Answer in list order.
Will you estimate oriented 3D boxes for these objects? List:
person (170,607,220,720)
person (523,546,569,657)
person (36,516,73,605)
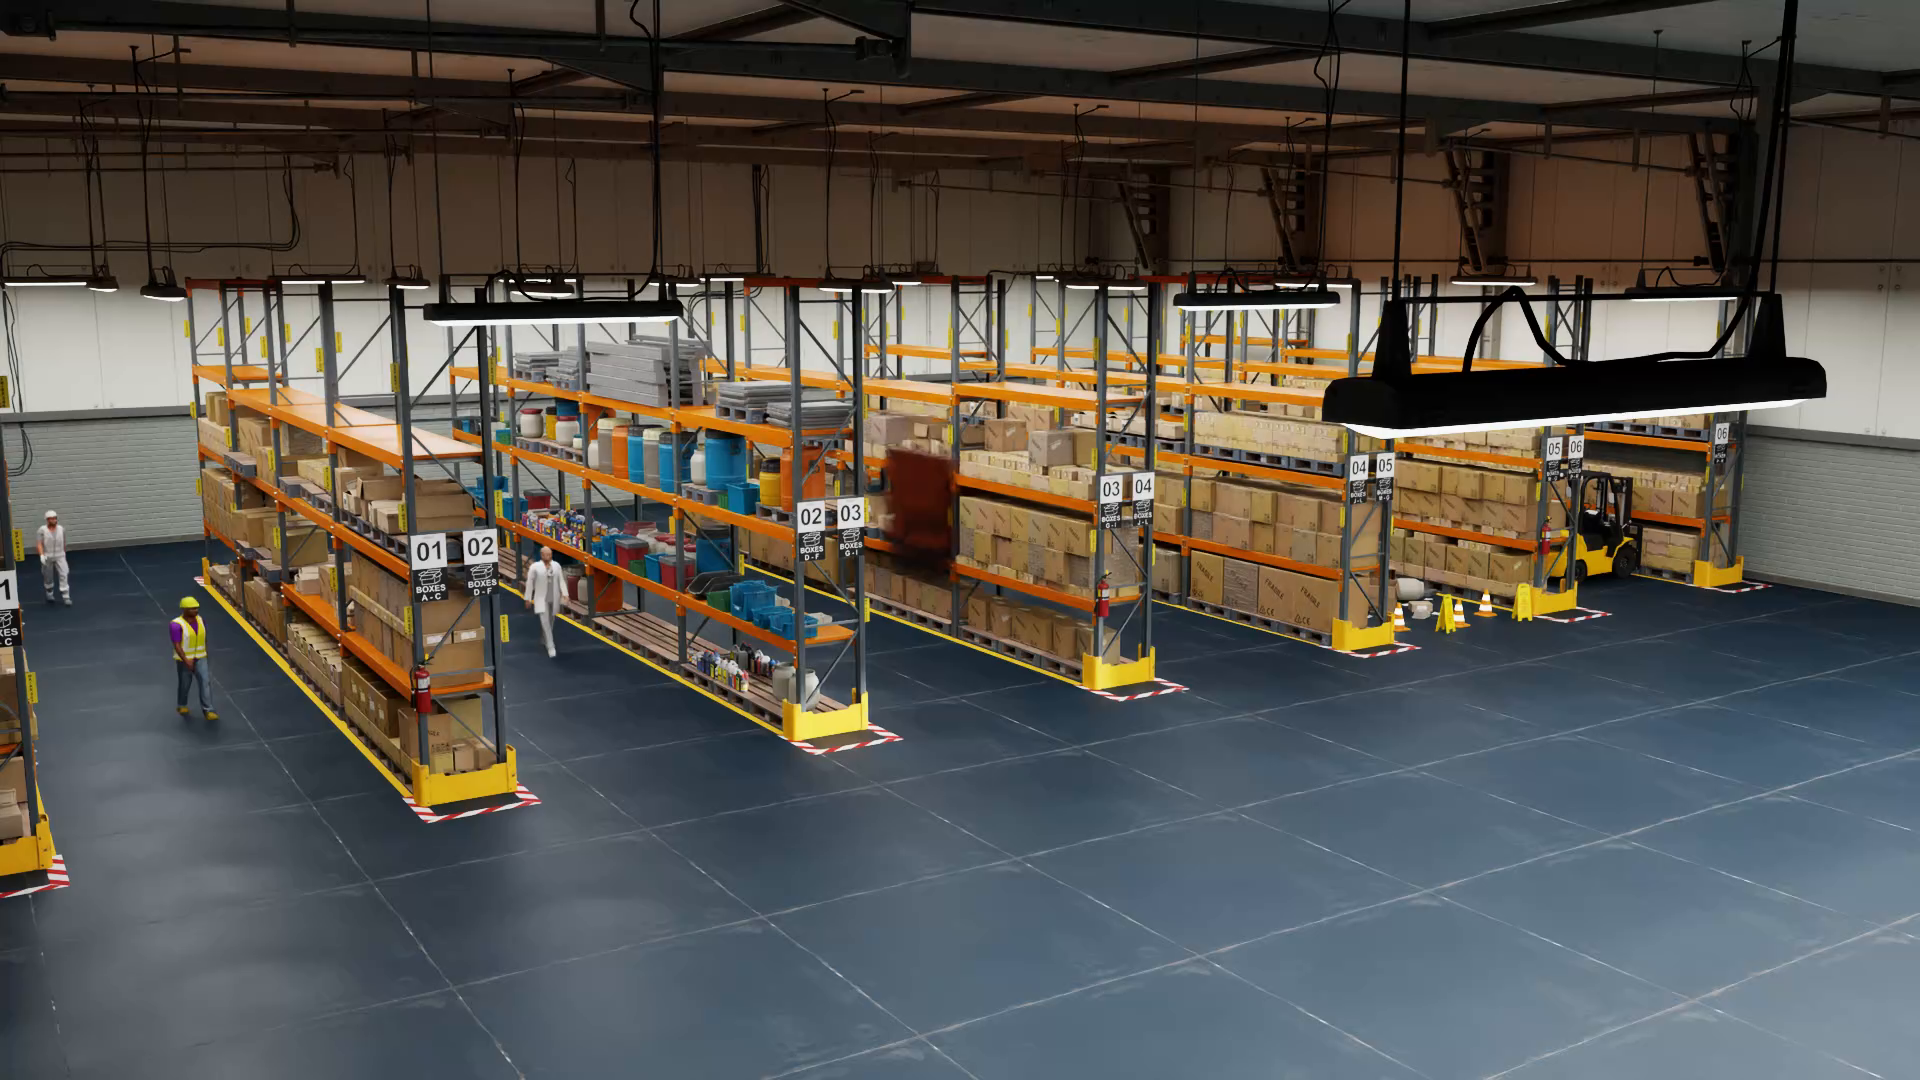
[{"bbox_3d":[-10.614,1.653,23.059,1.018,1.663,0.550,8,13,41],"label":"person"},{"bbox_3d":[-6.684,0.960,26.942,0.708,1.719,1.102,-6,11,-31],"label":"person"},{"bbox_3d":[-16.757,0.343,30.733,0.523,1.680,1.055,-7,12,-36],"label":"person"}]
